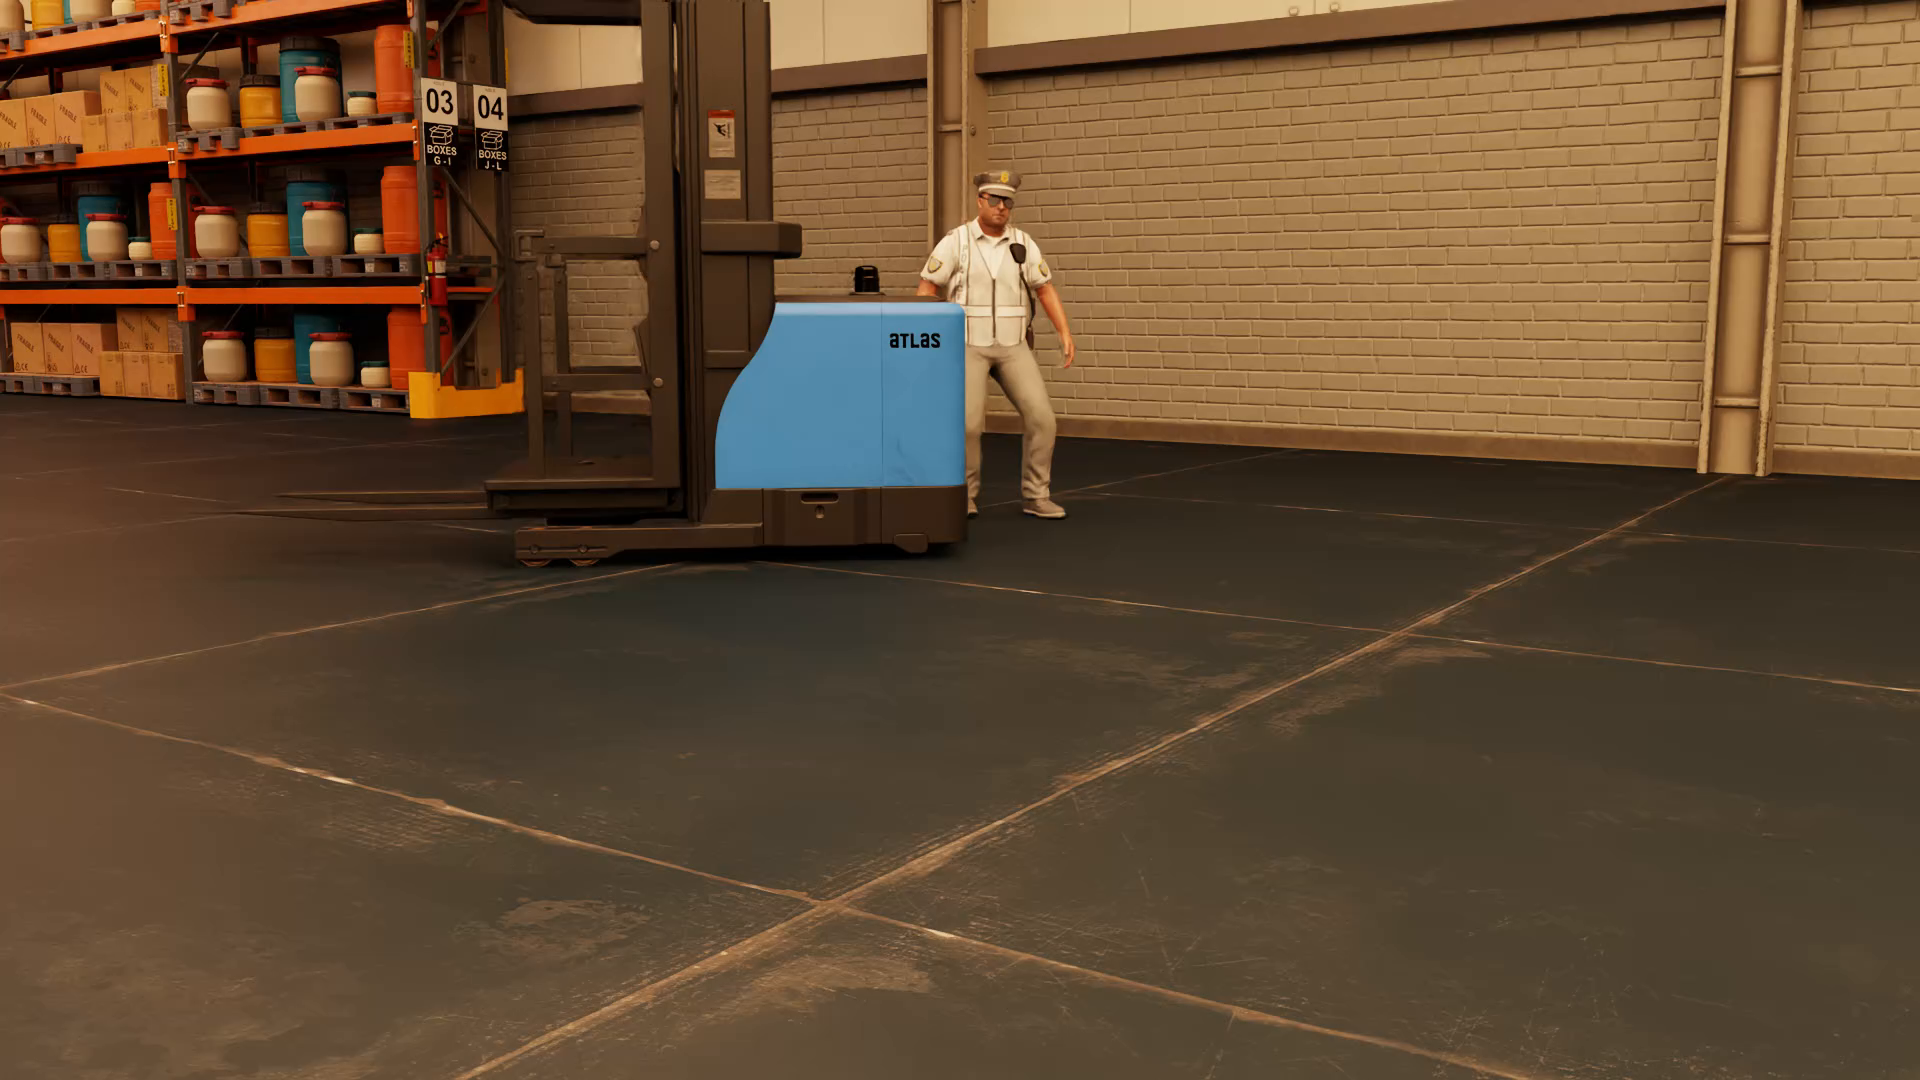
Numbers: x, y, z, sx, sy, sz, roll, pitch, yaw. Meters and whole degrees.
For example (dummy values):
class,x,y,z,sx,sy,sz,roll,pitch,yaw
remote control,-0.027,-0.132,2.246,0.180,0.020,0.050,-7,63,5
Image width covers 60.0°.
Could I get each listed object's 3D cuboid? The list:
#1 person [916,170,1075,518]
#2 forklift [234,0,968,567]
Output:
class,x,y,z,sx,sy,sz,roll,pitch,yaw
person,0.168,-0.970,8.325,0.839,1.715,0.499,-2,8,-12
forklift,-1.520,-1.417,7.161,3.031,2.935,1.130,-1,8,-7
